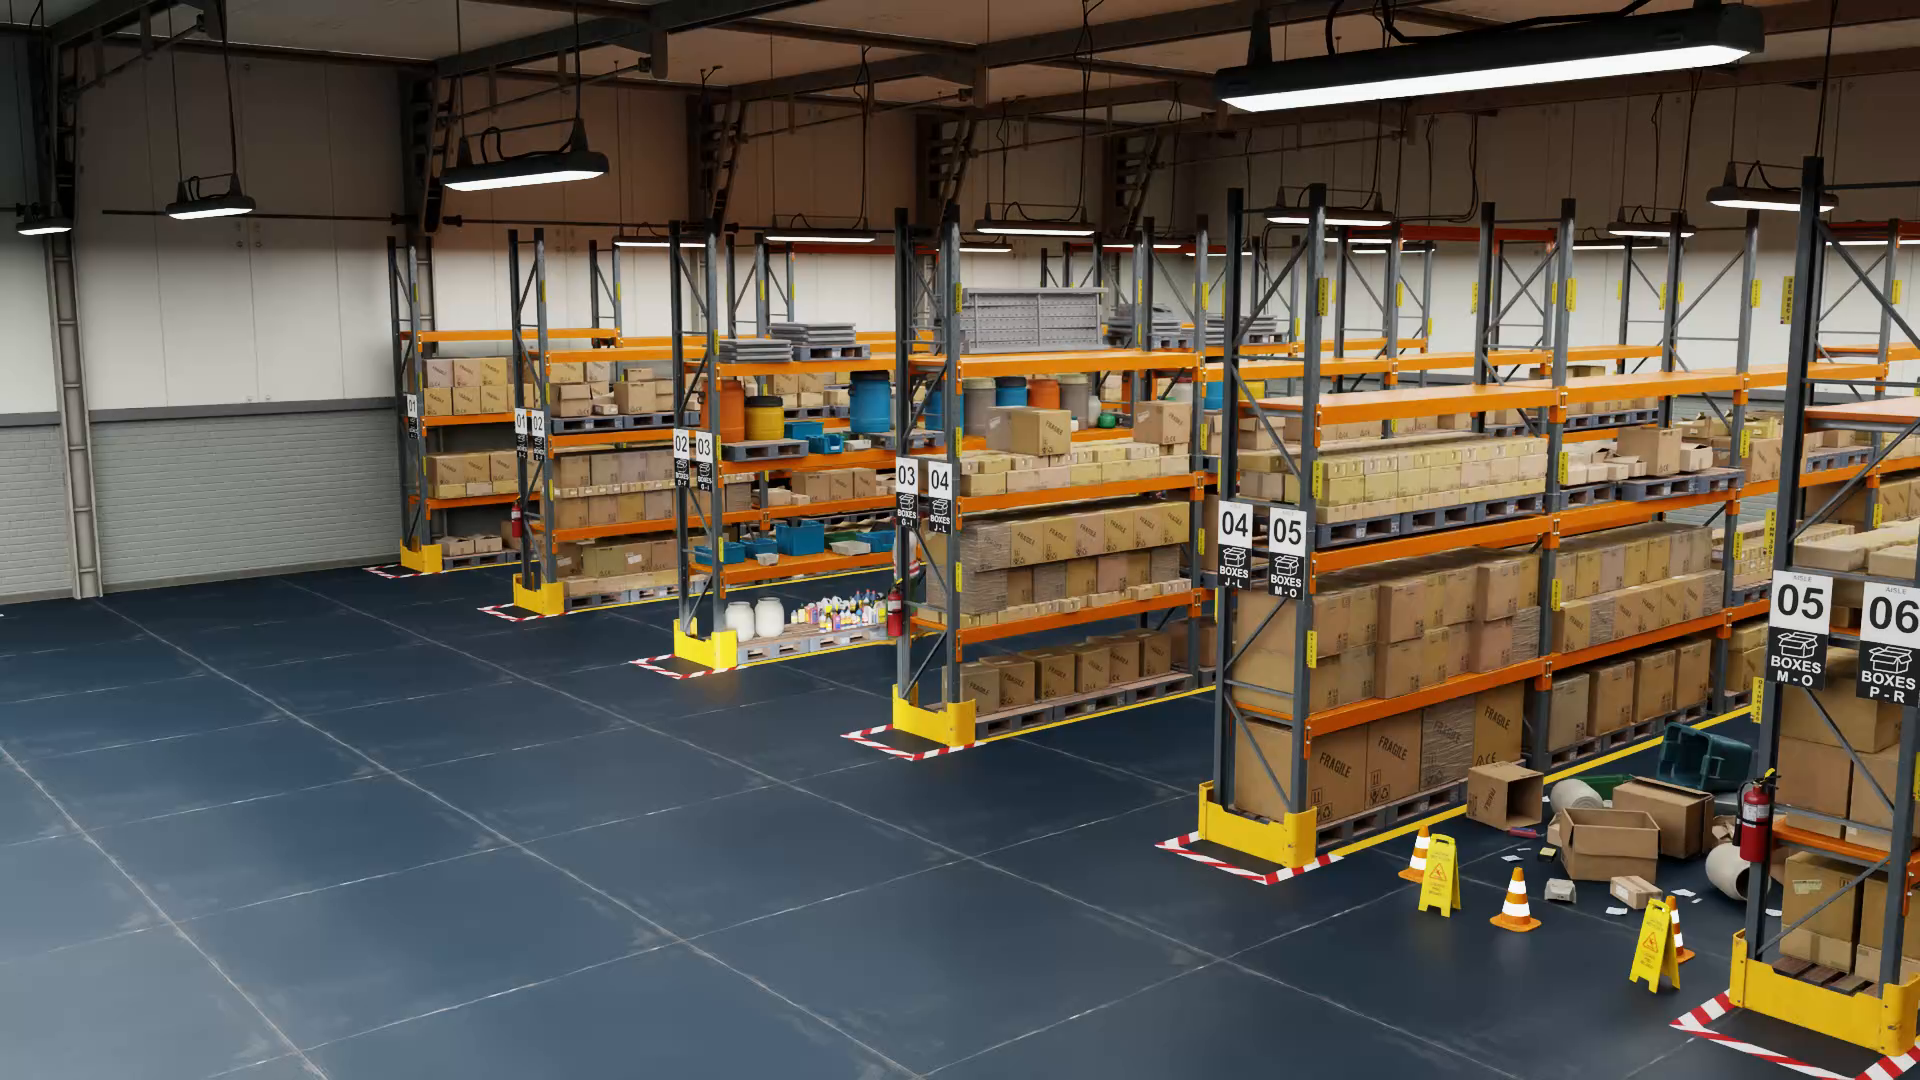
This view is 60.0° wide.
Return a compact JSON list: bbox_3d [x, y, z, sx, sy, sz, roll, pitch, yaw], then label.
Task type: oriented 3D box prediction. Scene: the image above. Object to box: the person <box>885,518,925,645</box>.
[{"bbox_3d":[-0.730,0.533,22.568,0.425,1.848,0.583,4,10,23],"label":"person"}]
